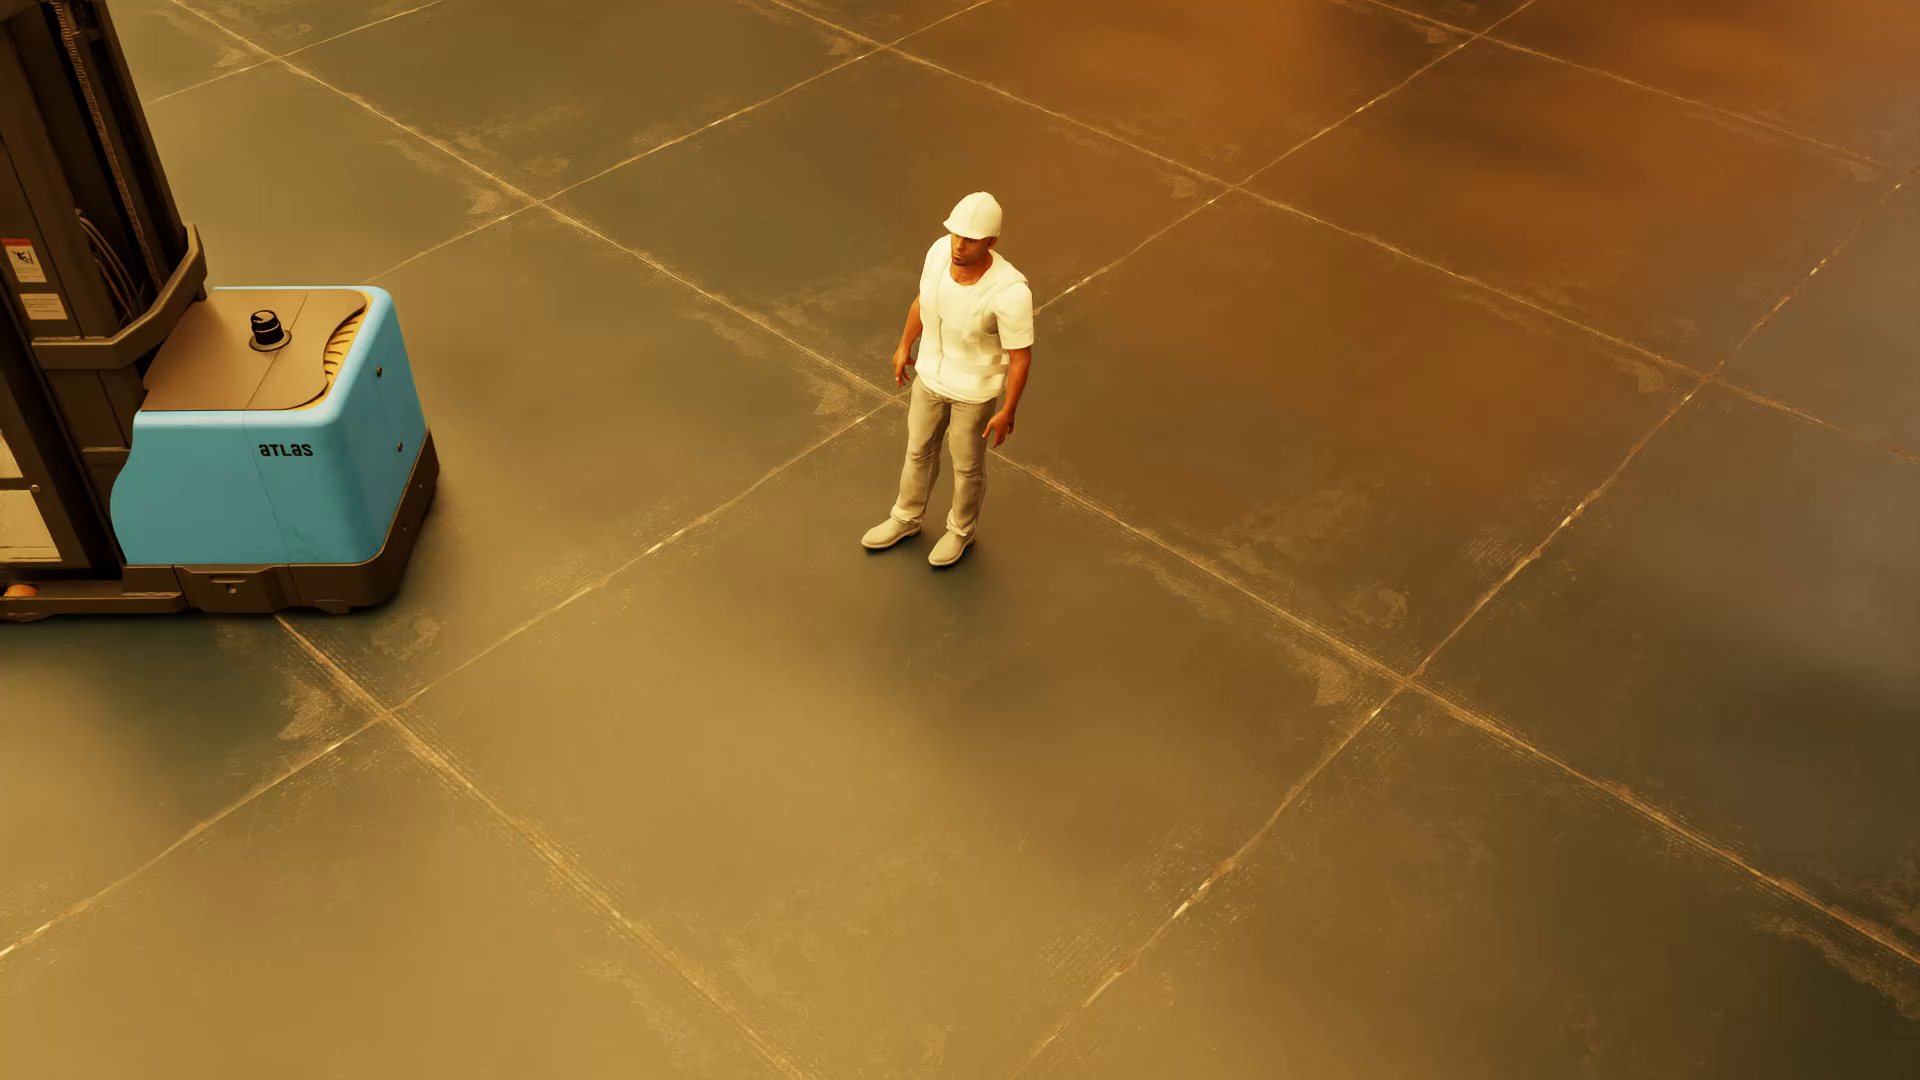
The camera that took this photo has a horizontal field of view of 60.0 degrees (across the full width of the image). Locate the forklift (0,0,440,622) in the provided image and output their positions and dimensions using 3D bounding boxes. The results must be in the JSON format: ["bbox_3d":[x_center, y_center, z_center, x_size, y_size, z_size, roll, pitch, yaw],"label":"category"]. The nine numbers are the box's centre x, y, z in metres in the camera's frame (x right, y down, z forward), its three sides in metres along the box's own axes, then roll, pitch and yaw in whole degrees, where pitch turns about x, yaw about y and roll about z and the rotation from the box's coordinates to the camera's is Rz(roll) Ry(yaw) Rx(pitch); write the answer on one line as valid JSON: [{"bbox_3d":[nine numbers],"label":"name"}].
[{"bbox_3d":[-3.999,-1.102,6.712,3.031,2.935,1.130,0,41,0],"label":"forklift"}]

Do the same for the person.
[{"bbox_3d":[-0.051,-0.645,7.064,0.666,1.765,0.577,31,49,31],"label":"person"}]
